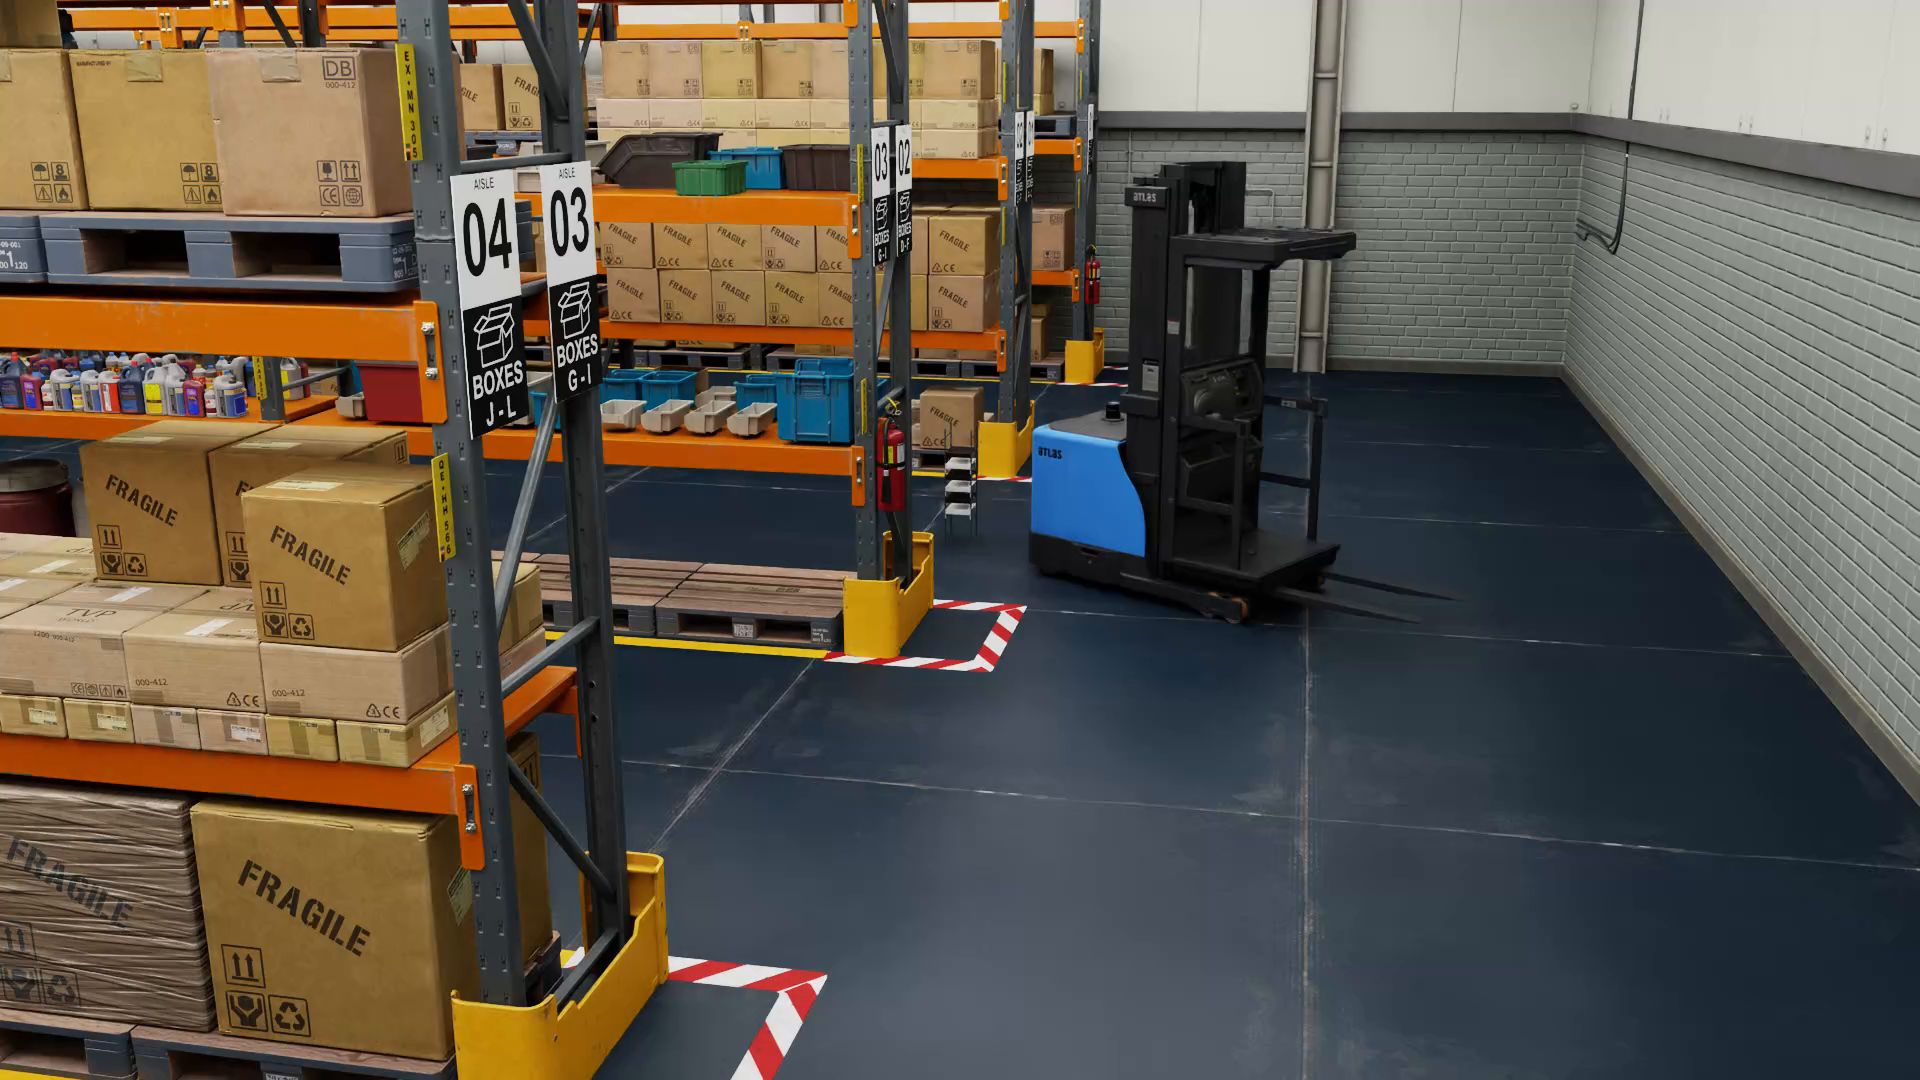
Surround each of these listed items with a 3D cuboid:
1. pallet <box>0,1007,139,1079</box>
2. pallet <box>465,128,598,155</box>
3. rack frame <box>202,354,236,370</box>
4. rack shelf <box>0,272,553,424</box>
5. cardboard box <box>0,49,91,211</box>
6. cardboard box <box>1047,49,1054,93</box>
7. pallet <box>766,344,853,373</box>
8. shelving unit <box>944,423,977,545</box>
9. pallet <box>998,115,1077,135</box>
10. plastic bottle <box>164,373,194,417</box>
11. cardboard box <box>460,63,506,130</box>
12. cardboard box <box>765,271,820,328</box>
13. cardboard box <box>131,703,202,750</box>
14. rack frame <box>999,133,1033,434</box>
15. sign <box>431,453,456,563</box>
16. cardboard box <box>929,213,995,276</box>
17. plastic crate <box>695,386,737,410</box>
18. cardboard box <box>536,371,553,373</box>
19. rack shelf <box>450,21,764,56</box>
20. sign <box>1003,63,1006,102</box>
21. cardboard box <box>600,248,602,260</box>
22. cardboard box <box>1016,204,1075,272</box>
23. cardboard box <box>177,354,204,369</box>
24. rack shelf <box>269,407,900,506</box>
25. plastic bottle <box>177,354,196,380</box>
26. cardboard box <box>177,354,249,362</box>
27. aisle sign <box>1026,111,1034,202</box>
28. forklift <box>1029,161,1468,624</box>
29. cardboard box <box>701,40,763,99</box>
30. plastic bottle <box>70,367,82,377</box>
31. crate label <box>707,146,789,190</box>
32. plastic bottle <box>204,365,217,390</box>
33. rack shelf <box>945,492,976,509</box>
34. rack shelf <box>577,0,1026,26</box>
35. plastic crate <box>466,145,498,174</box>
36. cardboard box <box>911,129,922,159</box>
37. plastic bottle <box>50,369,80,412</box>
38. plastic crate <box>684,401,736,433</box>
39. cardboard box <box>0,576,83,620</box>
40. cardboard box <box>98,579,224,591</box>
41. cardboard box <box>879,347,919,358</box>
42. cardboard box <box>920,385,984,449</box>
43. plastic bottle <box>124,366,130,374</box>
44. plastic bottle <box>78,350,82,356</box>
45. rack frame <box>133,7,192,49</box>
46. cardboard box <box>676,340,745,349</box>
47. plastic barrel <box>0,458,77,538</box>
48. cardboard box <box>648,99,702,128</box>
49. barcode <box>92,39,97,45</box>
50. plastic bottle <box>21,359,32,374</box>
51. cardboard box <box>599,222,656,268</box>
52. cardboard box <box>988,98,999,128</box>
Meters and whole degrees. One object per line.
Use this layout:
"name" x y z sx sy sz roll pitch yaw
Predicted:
"pallet" -3.457 1.688 6.504 1.213 0.211 1.003 3 16 11
"pallet" -4.033 -3.781 15.755 1.003 0.211 1.213 3 16 11
"rack frame" -7.328 -2.585 16.707 0.127 3.000 1.000 3 16 11
"rack shelf" -3.426 -0.774 5.895 4.000 0.370 1.077 3 16 11
"cardboard box" -3.030 -1.403 5.657 0.500 0.500 0.700 2 16 7
"cardboard box" 0.828 -5.543 19.668 0.500 0.500 0.500 2 16 9
"pallet" -1.695 -2.264 20.770 1.213 0.211 1.003 3 16 11
"shelving unit" 0.008 -0.433 12.870 0.210 0.900 0.258 3 16 11
"pallet" 0.766 -4.896 19.593 1.213 0.211 1.003 3 16 11
"plastic bottle" -5.207 -0.973 11.118 0.135 0.276 0.152 3 16 11
"cardboard box" -4.546 -4.193 15.728 0.600 0.600 0.600 3 16 10
"cardboard box" -1.472 -2.242 15.280 0.500 0.500 0.500 3 16 10
"cardboard box" -2.627 0.579 5.753 0.250 0.149 0.380 3 16 12
"rack frame" 0.512 -2.160 15.170 0.127 3.000 1.000 3 16 11
"sign" -1.587 -0.100 5.120 0.005 0.325 0.100 3 16 11
"cardboard box" 0.021 -2.642 14.849 0.500 0.500 0.500 3 16 11
"plastic crate" -1.618 -0.940 11.149 0.298 0.136 0.250 3 16 11
"cardboard box" -3.948 -1.331 16.038 0.500 0.500 0.500 3 16 11
"rack shelf" -4.384 -6.127 20.350 4.000 0.370 1.077 3 16 11
"sign" 0.382 -3.888 14.131 0.005 0.325 0.100 3 16 11
"cardboard box" -4.306 -3.597 20.793 0.250 0.149 0.380 4 16 13
"cardboard box" 0.994 -3.625 19.898 0.700 0.700 0.980 4 16 14
"cardboard box" -7.890 -1.696 16.811 0.500 0.311 0.500 4 16 13
"rack shelf" -2.439 -0.624 10.973 4.000 0.370 1.077 3 16 11
"plastic bottle" -5.543 -1.199 11.921 0.133 0.283 0.061 3 16 11
"cardboard box" -7.782 -1.838 17.321 0.500 0.311 0.500 4 16 13
"aisle sign" 0.637 -3.486 15.088 0.004 0.787 0.394 3 16 11
"forklift" 1.940 -1.019 11.181 3.031 2.935 1.130 13 20 40
"cardboard box" -1.971 -4.244 15.014 0.500 0.500 0.700 3 16 11
"plastic bottle" -6.054 -1.051 11.408 0.097 0.271 0.097 0 15 0
"crate label" -1.318 -2.372 10.595 0.502 0.251 0.408 3 16 11
"plastic bottle" -5.338 -1.144 11.874 0.097 0.201 0.097 0 15 0
"rack shelf" 0.008 -0.314 12.903 0.200 0.077 0.258 3 16 11
"rack shelf" -1.448 -4.809 14.850 4.000 0.370 1.077 3 16 11
"plastic crate" -3.236 -2.322 10.381 0.590 0.269 0.497 3 16 11
"cardboard box" -0.532 -3.521 14.746 0.500 0.250 0.500 3 16 11
"plastic bottle" -6.060 -1.019 11.286 0.135 0.276 0.152 3 16 11
"plastic crate" -1.595 -0.781 10.575 0.243 0.136 0.396 3 16 11
"cardboard box" -3.500 0.323 5.930 0.500 0.250 0.500 3 16 11
"cardboard box" -2.885 0.211 6.337 0.500 0.250 0.500 3 16 9
"cardboard box" -0.718 -2.544 20.454 0.500 0.500 0.700 3 16 12
"cardboard box" -0.070 -1.132 15.317 0.500 0.500 0.500 3 16 11
"plastic bottle" -5.917 -1.134 11.838 0.097 0.201 0.097 0 15 0
"plastic bottle" -6.405 -1.246 12.090 0.133 0.283 0.061 3 16 11
"rack frame" -10.264 -6.985 21.353 0.127 3.000 1.000 3 16 11
"cardboard box" -3.087 -2.836 20.850 0.750 0.750 0.750 3 16 12
"plastic barrel" -6.729 -0.248 12.001 0.708 0.588 0.600 3 16 11
"cardboard box" -2.490 -3.870 15.069 0.500 0.250 0.500 3 16 11
"barcode" -11.540 -6.642 22.173 0.075 0.075 0.001 3 16 11
"plastic bottle" -6.834 -1.225 12.167 0.097 0.201 0.097 0 15 0
"cardboard box" -3.002 -2.804 15.435 0.500 0.500 0.500 4 16 13
"cardboard box" 0.060 -3.870 15.068 0.500 0.250 0.500 3 16 11
